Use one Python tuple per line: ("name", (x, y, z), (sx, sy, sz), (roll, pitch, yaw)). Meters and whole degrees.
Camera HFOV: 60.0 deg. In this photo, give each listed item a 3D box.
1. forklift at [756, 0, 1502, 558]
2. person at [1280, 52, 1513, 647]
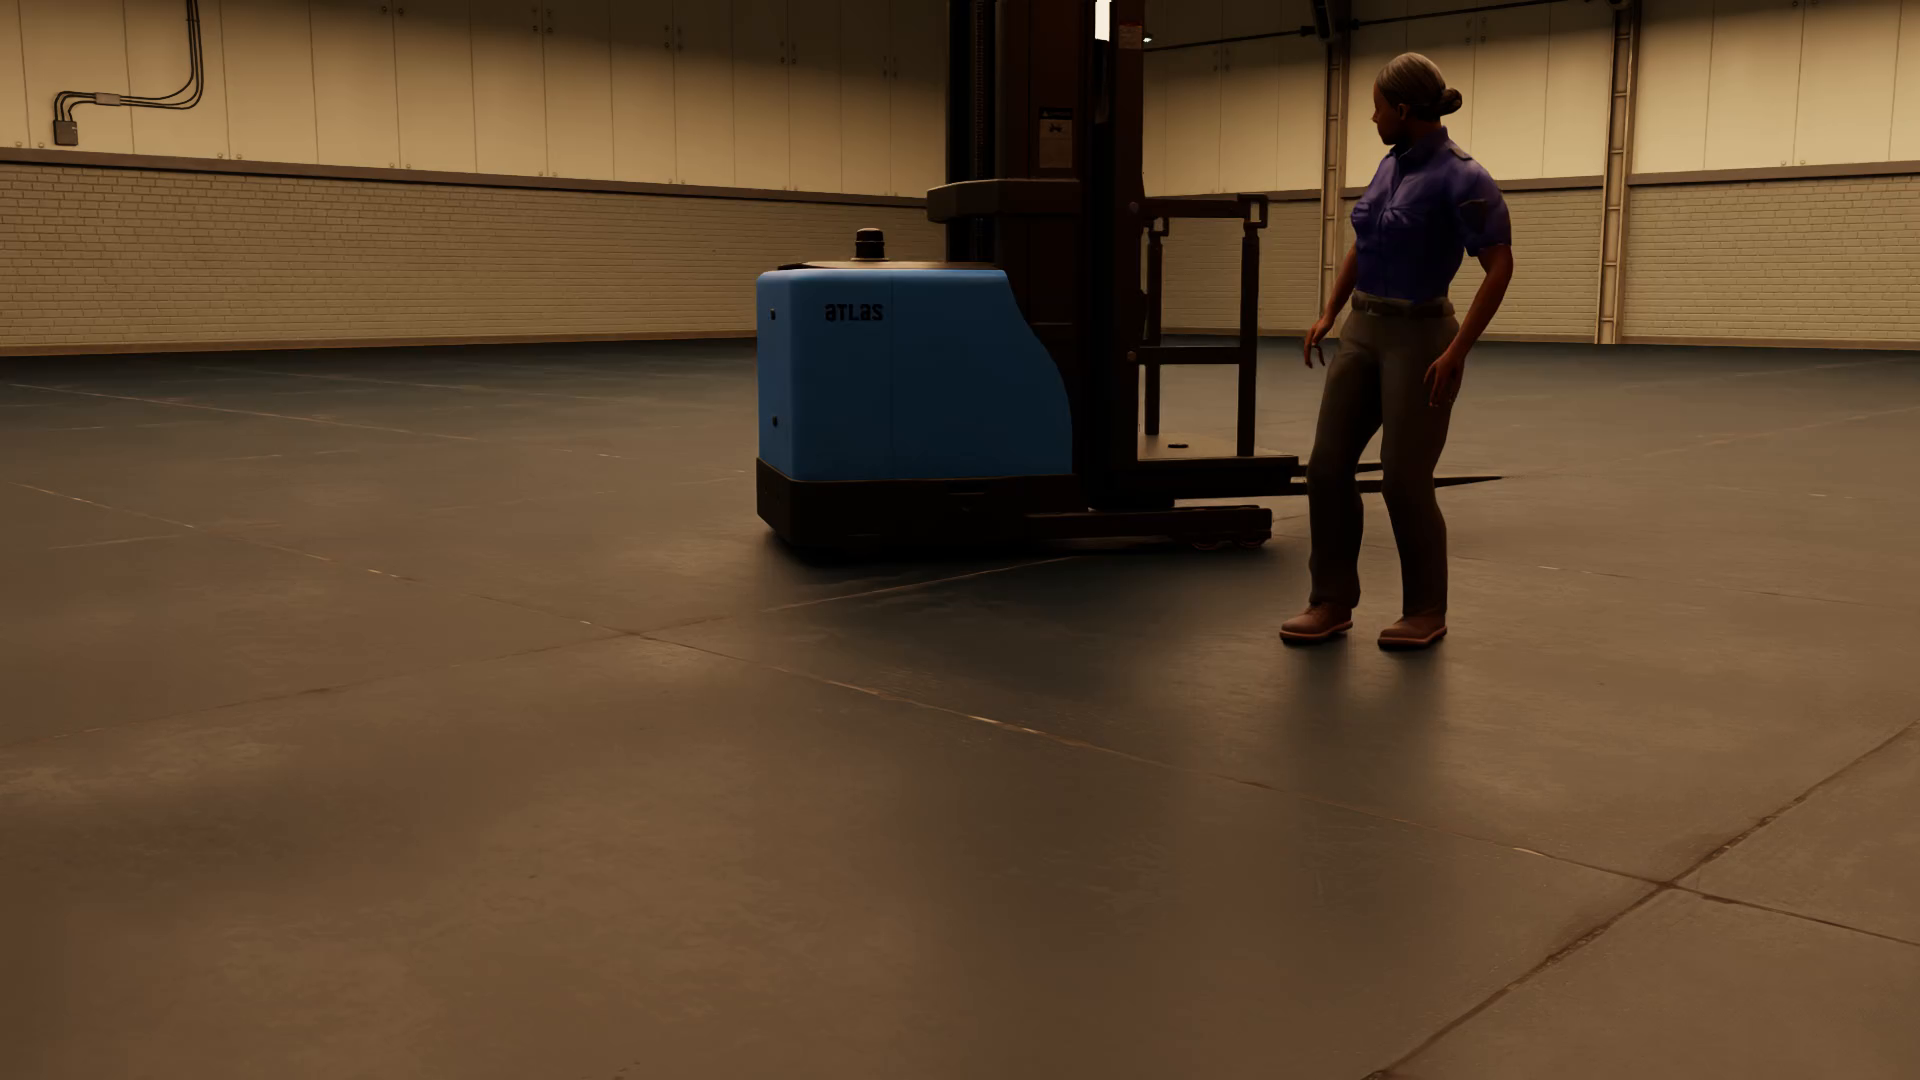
("forklift", (0.728, -1.481, 6.713), (3.031, 2.935, 1.130), (-2, 9, -15))
("person", (1.198, -0.508, 4.651), (0.471, 1.626, 0.663), (-6, 10, -33))
